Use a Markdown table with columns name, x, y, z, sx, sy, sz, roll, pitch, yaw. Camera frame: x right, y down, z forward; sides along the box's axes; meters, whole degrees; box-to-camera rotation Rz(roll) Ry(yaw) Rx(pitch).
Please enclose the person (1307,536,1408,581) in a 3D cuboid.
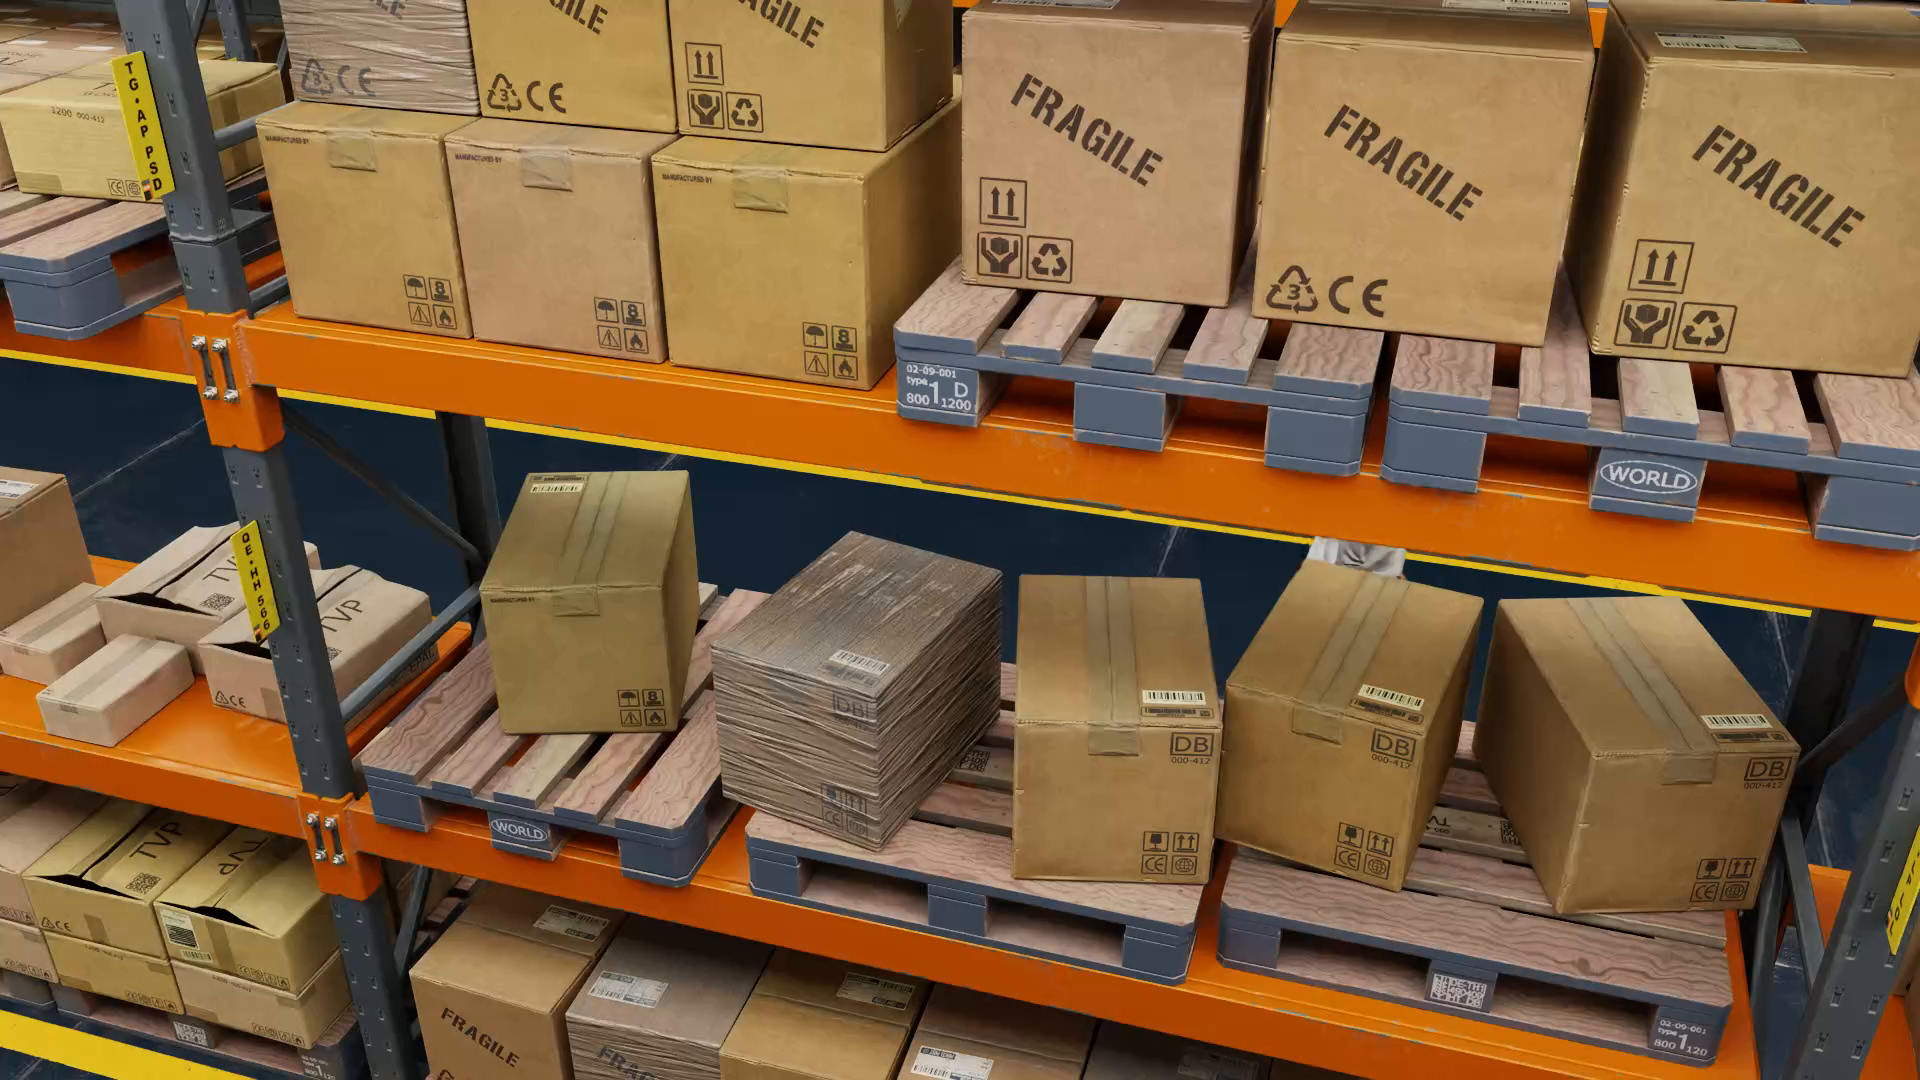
| name | x | y | z | sx | sy | sz | roll | pitch | yaw |
| --- | --- | --- | --- | --- | --- | --- | --- | --- | --- |
| person | 1.586 | 0.221 | 6.728 | 0.795 | 1.802 | 0.564 | 2 | 29 | 4 |
